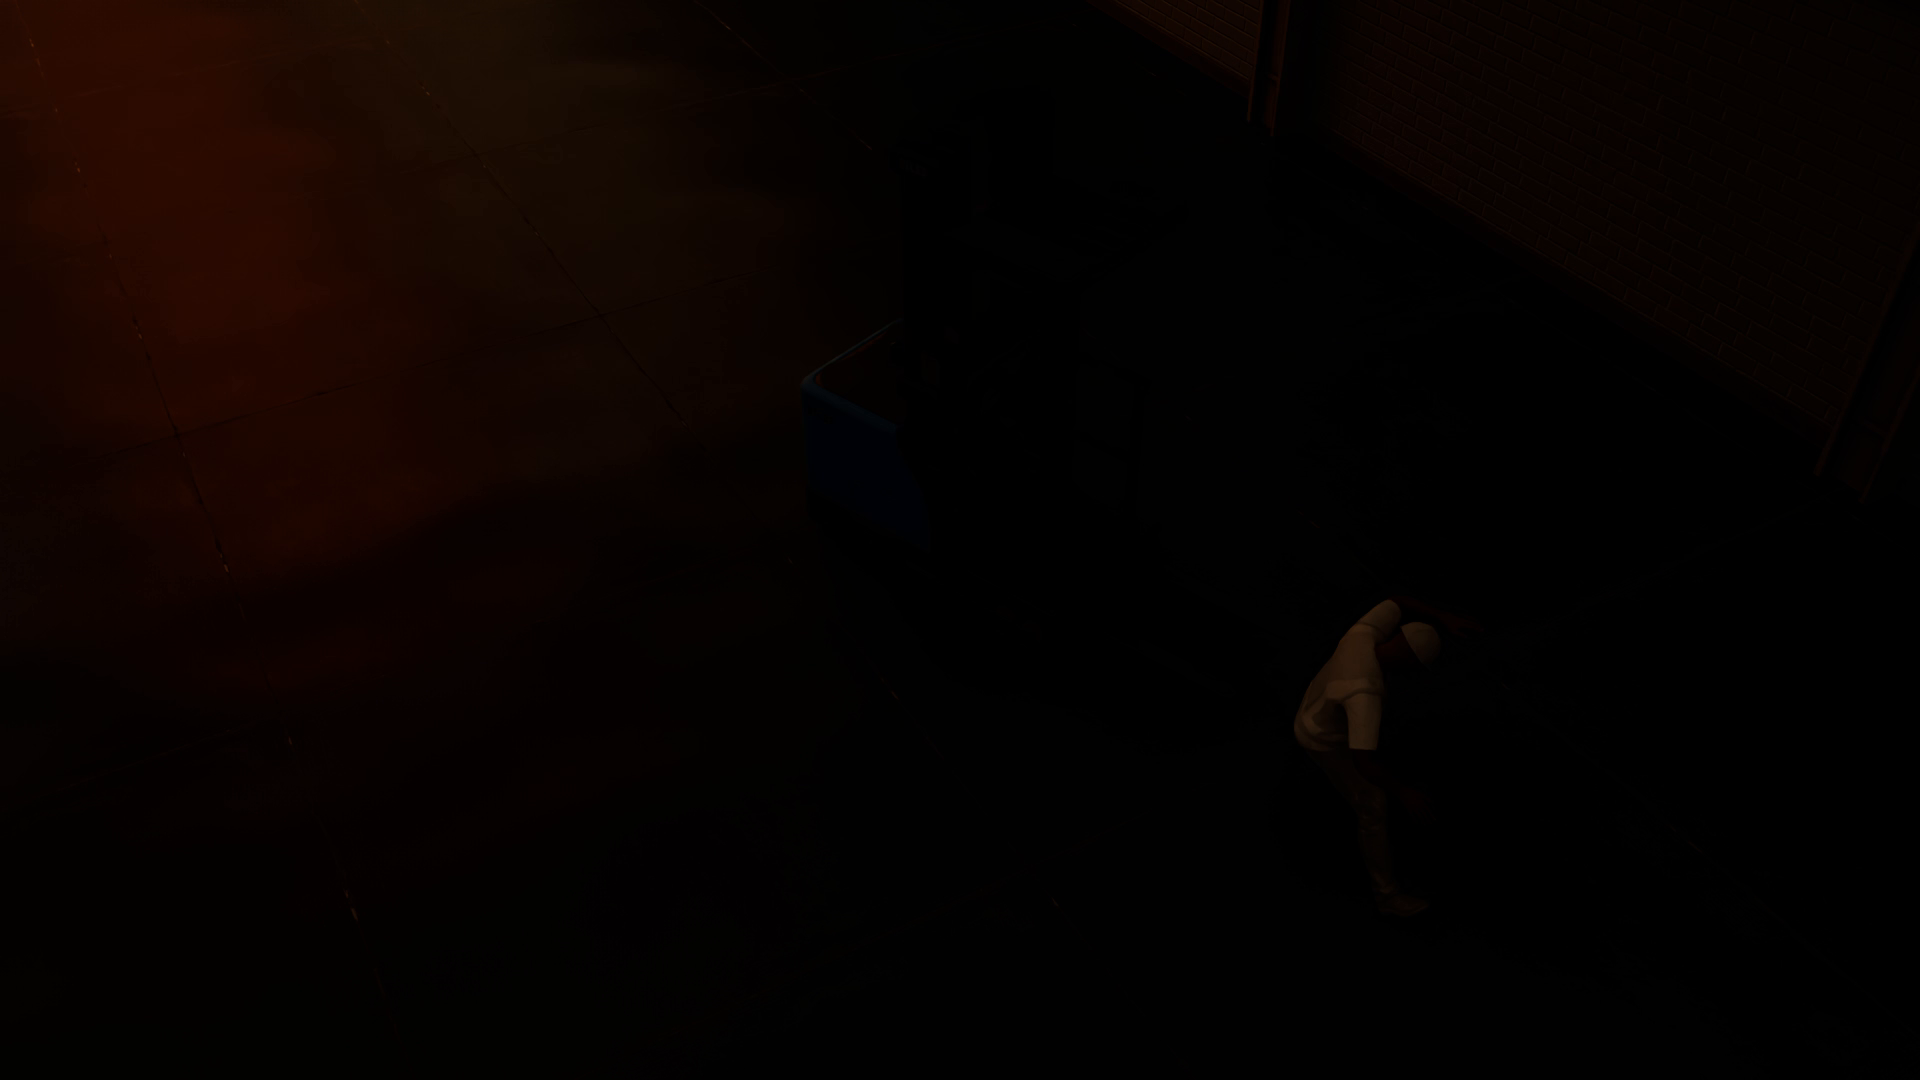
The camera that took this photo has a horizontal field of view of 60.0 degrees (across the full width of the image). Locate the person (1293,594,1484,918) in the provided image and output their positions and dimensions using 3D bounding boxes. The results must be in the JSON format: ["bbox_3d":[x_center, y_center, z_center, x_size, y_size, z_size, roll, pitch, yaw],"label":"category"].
[{"bbox_3d":[2.046,0.926,8.154,0.954,1.424,1.258,17,43,19],"label":"person"}]

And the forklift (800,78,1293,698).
[{"bbox_3d":[0.498,-0.883,9.101,3.031,2.935,1.130,28,47,29],"label":"forklift"}]
